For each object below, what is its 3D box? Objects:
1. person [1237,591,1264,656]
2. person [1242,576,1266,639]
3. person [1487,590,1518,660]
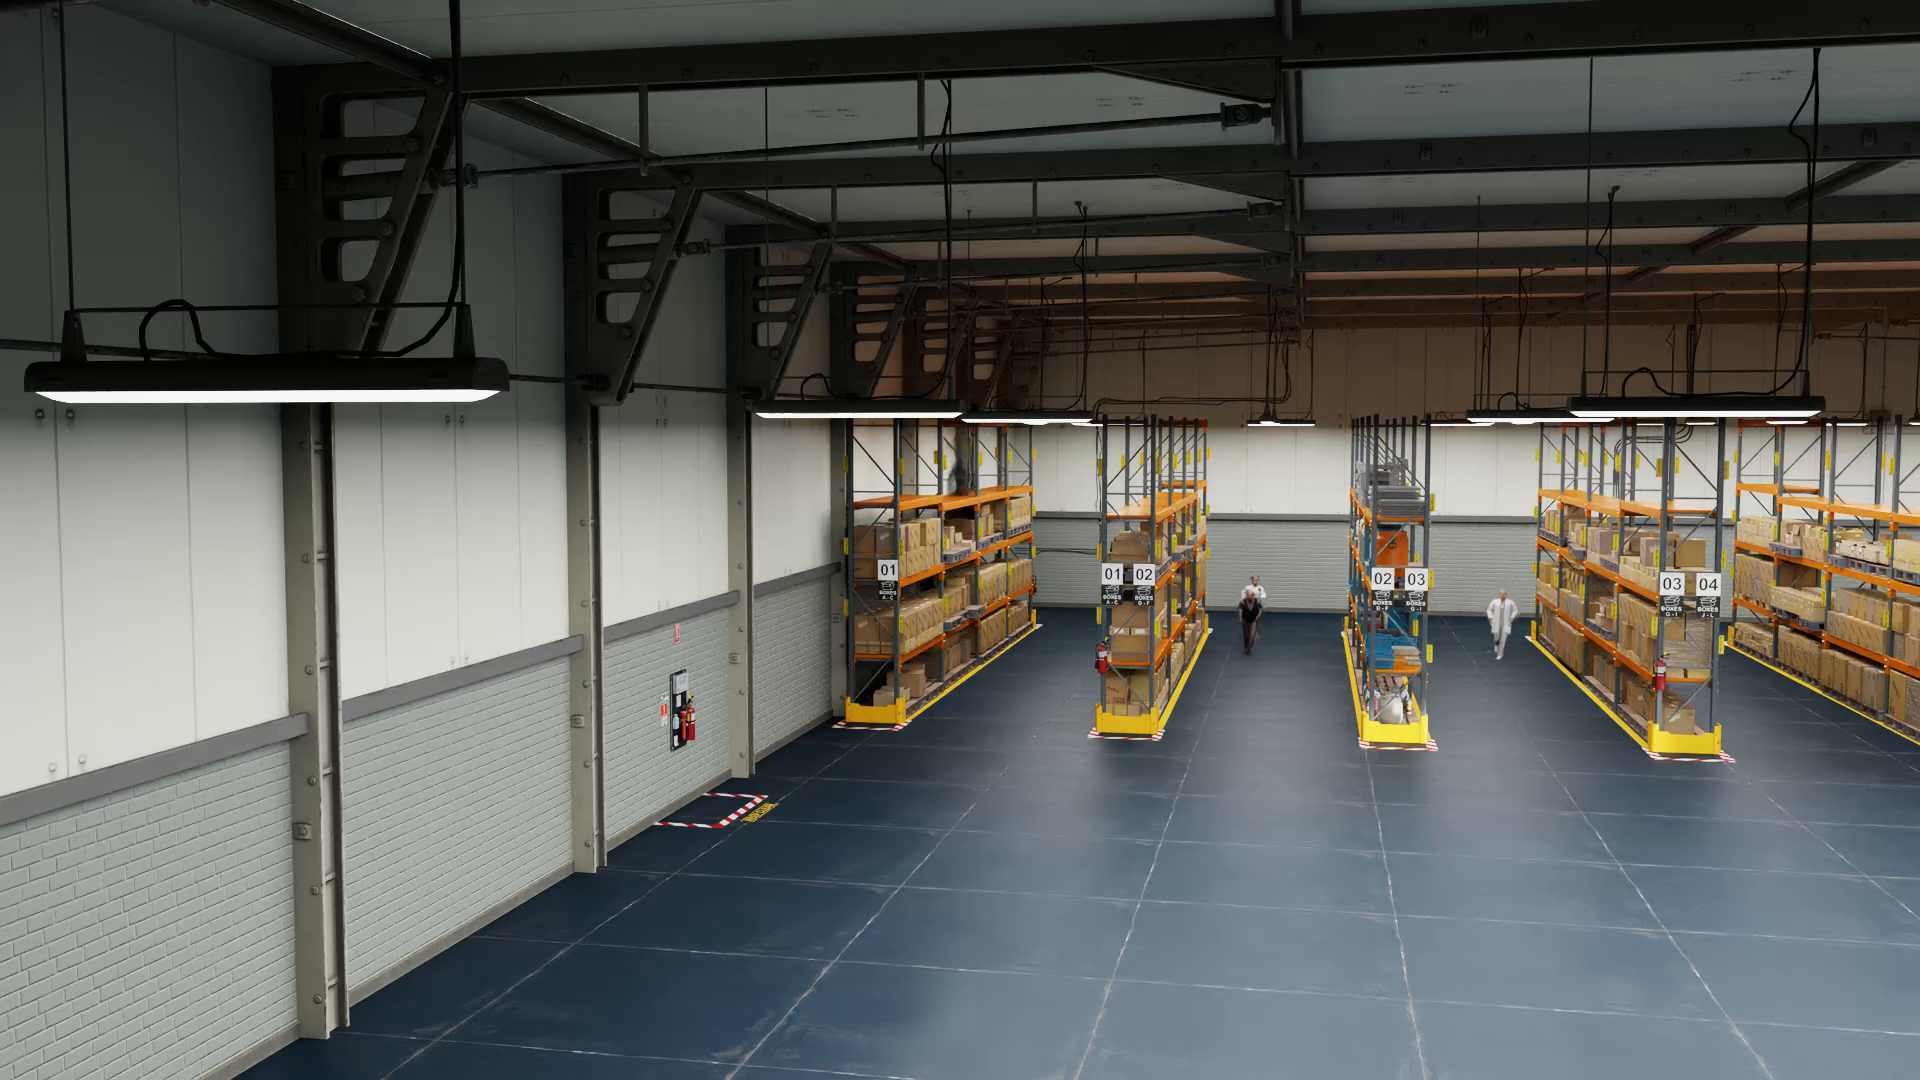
[{"bbox_3d":[7.391,2.098,42.388,0.660,1.673,0.864,0,4,3],"label":"person"},{"bbox_3d":[8.084,1.814,45.659,0.597,1.704,0.900,-1,4,-10],"label":"person"},{"bbox_3d":[13.531,2.106,41.491,0.726,1.742,0.771,1,4,21],"label":"person"}]
